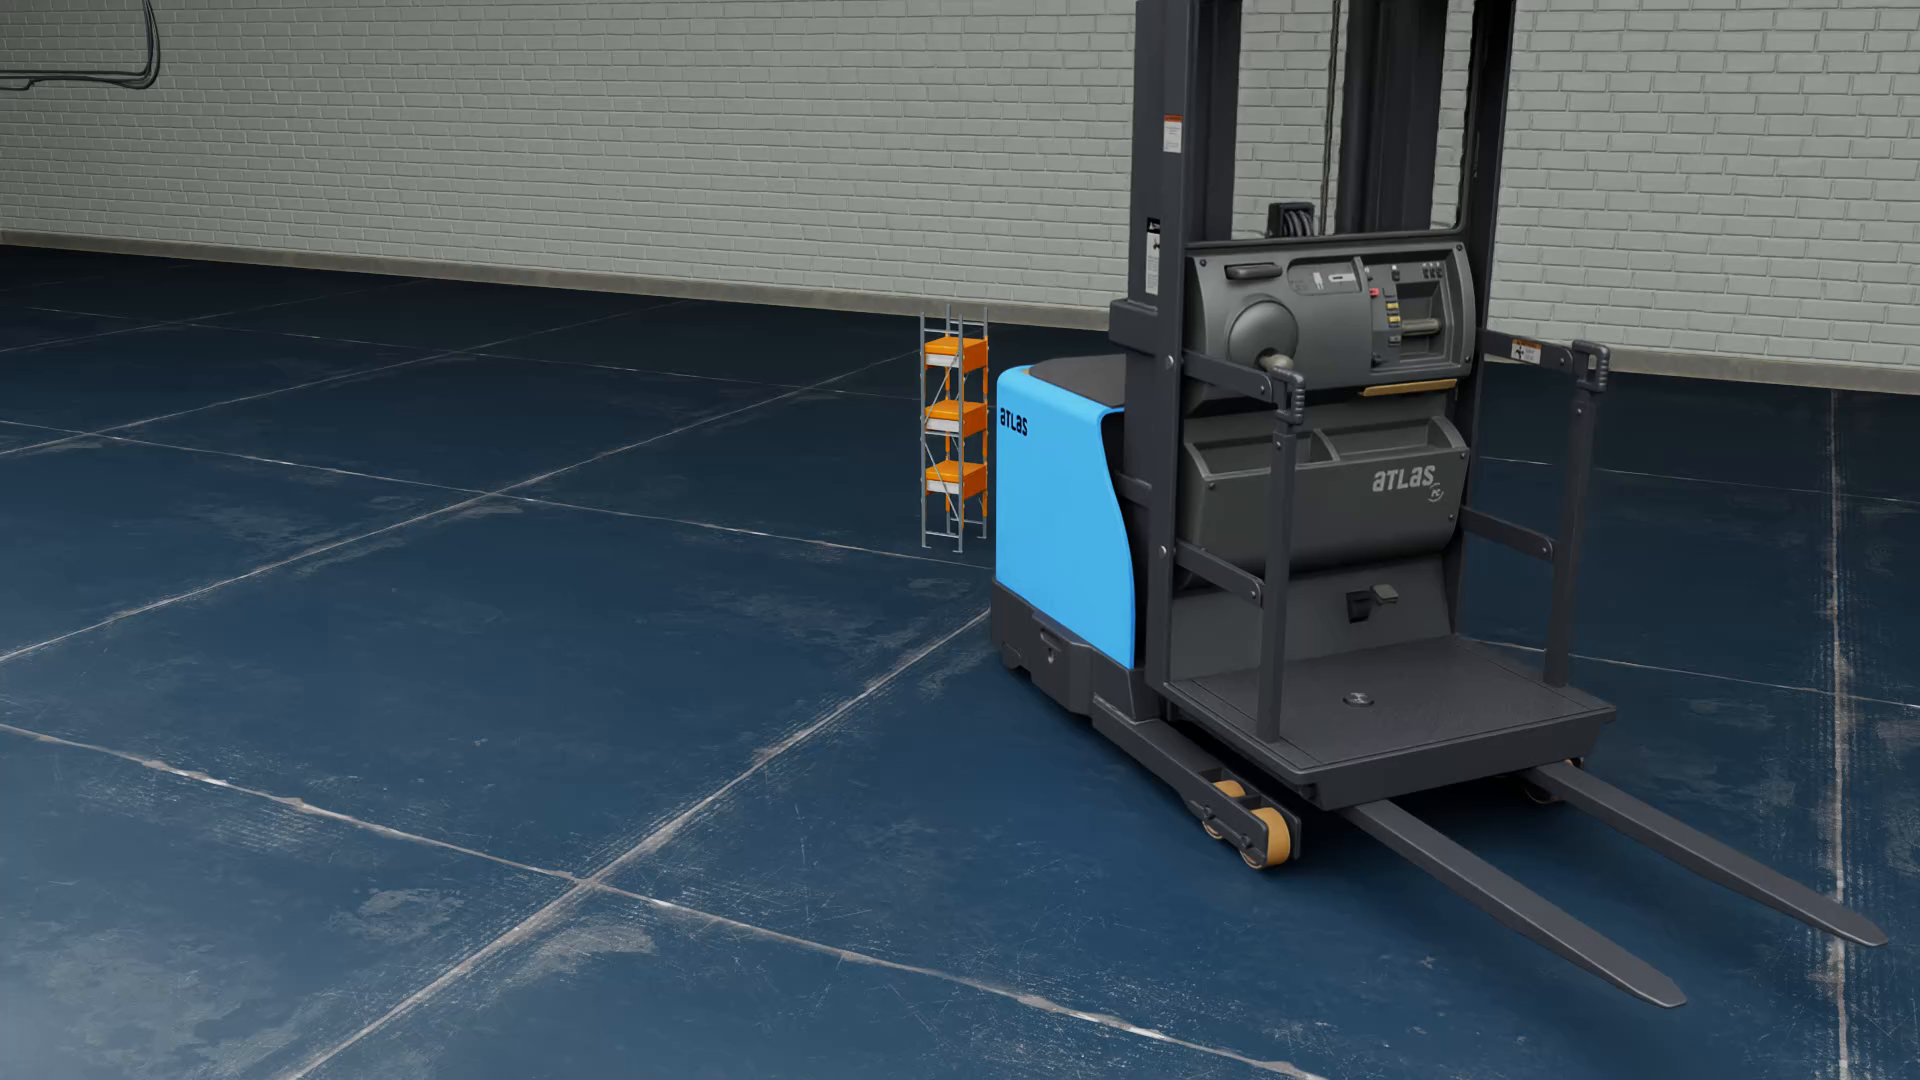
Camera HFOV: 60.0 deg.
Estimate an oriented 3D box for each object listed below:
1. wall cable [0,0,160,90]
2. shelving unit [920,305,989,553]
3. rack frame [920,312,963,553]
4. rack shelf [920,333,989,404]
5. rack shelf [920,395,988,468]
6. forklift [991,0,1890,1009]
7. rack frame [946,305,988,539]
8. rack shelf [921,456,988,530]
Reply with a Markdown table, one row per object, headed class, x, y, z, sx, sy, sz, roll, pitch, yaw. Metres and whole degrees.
| class | x | y | z | sx | sy | sz | roll | pitch | yaw |
| --- | --- | --- | --- | --- | --- | --- | --- | --- | --- |
| wall cable | -9.522 | -5.969 | 17.270 | 3.097 | 2.526 | 0.112 | 8 | 18 | 25 |
| shelving unit | -0.024 | -0.490 | 7.329 | 0.215 | 1.050 | 0.252 | 8 | 18 | 25 |
| rack frame | -0.078 | -0.459 | 7.224 | 0.200 | 1.050 | 0.008 | 8 | 18 | 25 |
| rack shelf | -0.024 | -0.752 | 7.251 | 0.215 | 0.259 | 0.240 | 8 | 18 | 25 |
| rack shelf | -0.024 | -0.479 | 7.332 | 0.215 | 0.259 | 0.240 | 8 | 18 | 25 |
| forklift | 1.169 | -0.650 | 4.566 | 1.130 | 2.935 | 3.031 | -7 | 18 | -23 |
| rack frame | 0.031 | -0.521 | 7.434 | 0.200 | 1.050 | 0.008 | 8 | 18 | 25 |
| rack shelf | -0.024 | -0.213 | 7.411 | 0.215 | 0.259 | 0.240 | 8 | 18 | 25 |
